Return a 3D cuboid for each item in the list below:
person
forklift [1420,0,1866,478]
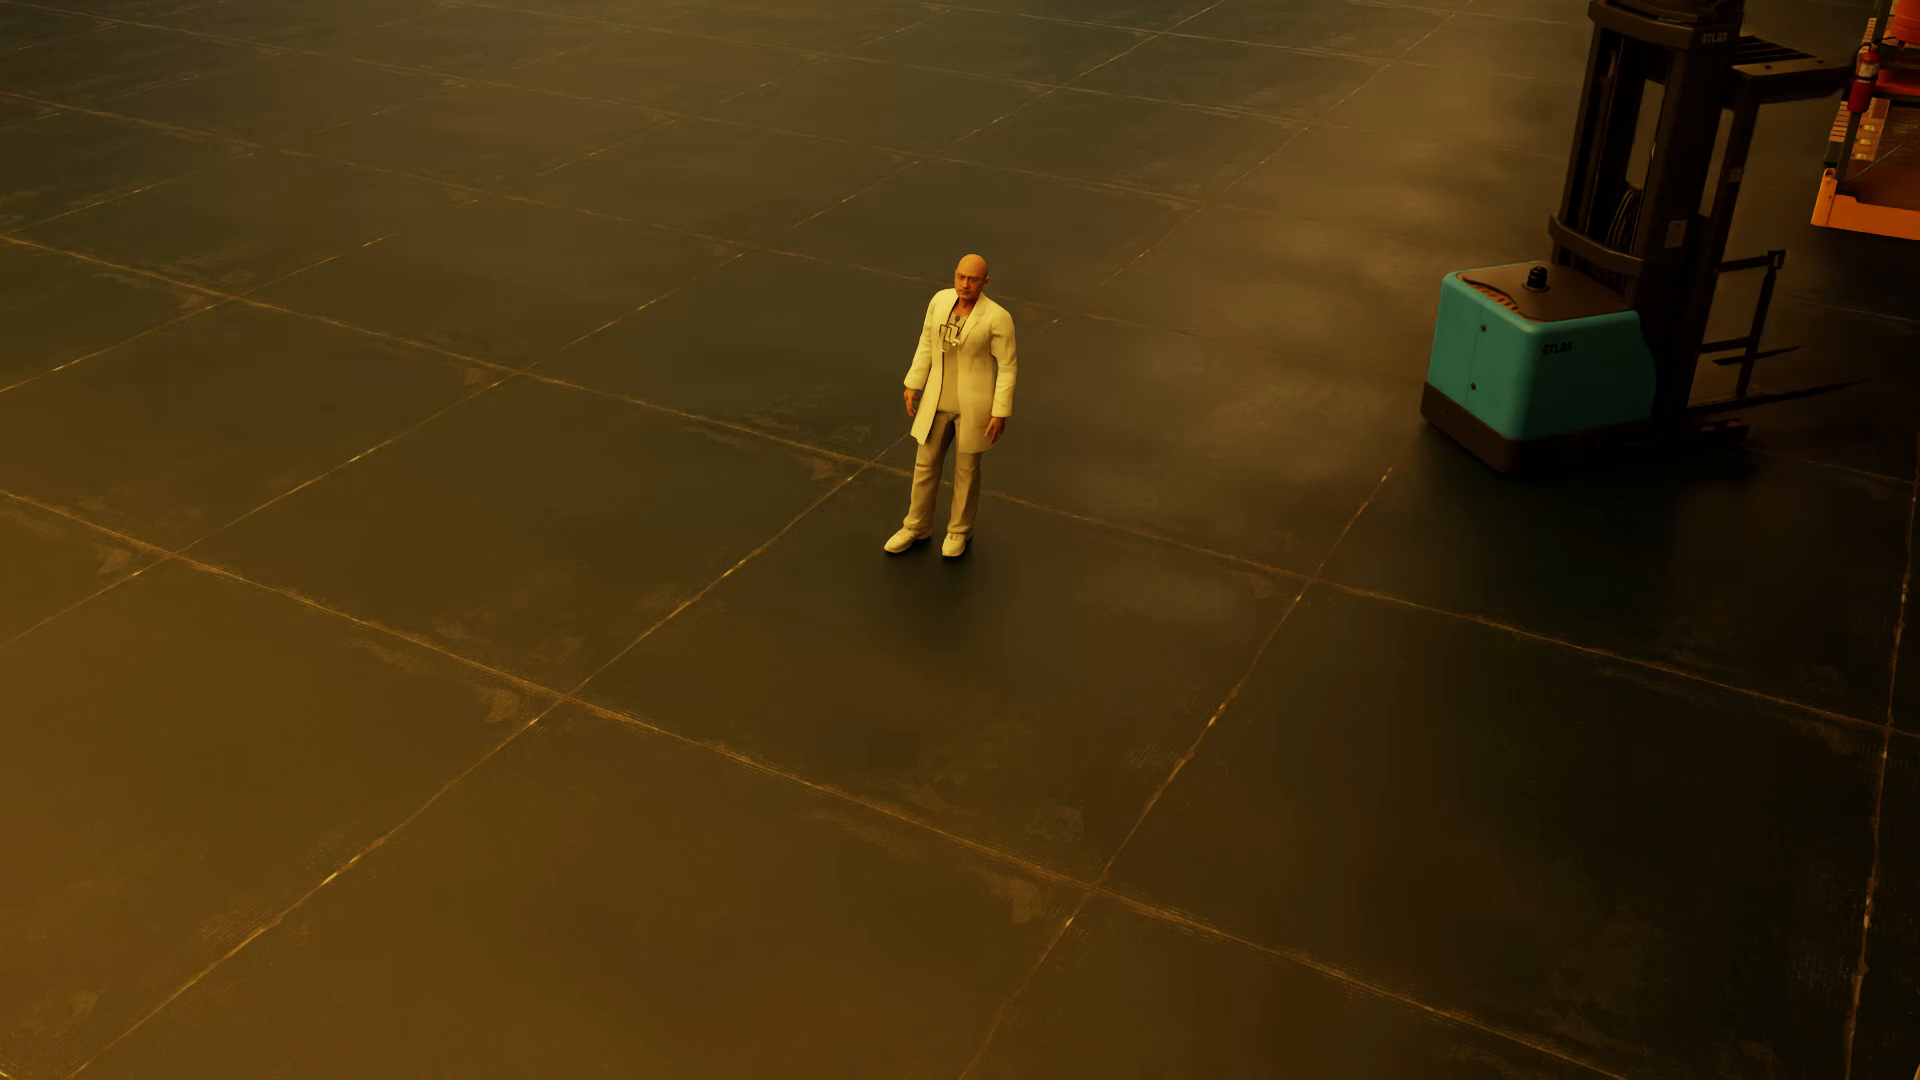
[{"bbox_3d":[-0.048,-0.738,9.489,0.696,1.776,0.581,15,33,25],"label":"person"},{"bbox_3d":[4.718,-2.100,10.710,3.031,2.935,1.130,-10,31,-16],"label":"forklift"}]
